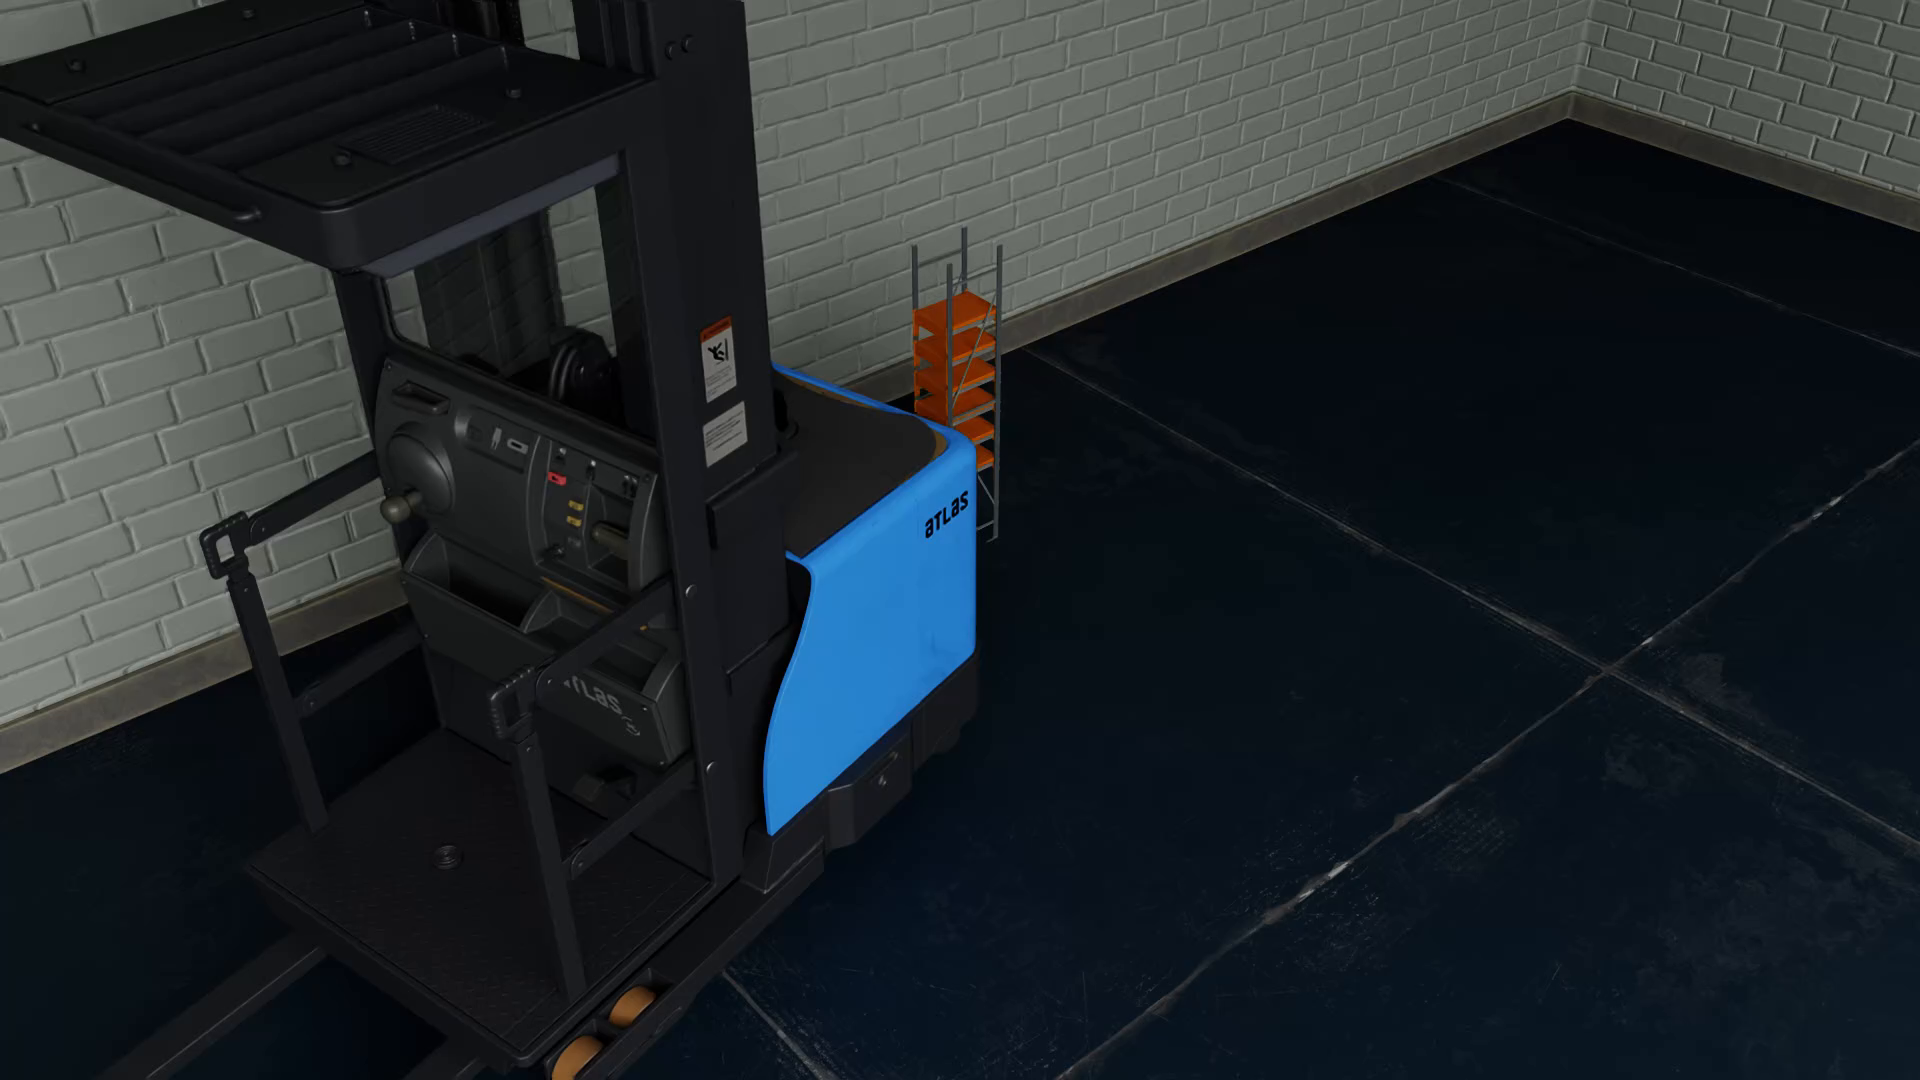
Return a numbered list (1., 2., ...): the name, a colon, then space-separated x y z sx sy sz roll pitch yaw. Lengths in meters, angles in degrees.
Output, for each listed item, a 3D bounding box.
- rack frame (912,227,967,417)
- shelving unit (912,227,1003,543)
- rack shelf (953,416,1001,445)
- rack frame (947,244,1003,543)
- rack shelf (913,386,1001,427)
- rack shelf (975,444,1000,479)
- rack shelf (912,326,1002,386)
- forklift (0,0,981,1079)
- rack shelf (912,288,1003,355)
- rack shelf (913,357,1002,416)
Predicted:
1. rack frame: -0.068 -0.536 5.969 0.240 1.200 0.006 -26 43 -32
2. shelving unit: -0.009 -0.496 5.912 0.258 1.200 0.189 -26 43 -32
3. rack shelf: -0.009 -0.362 6.007 0.258 0.103 0.180 -26 43 -32
4. rack frame: 0.050 -0.456 5.855 0.240 1.200 0.006 -26 43 -32
5. rack shelf: -0.009 -0.460 5.938 0.258 0.103 0.180 -26 43 -32
6. rack shelf: -0.009 -0.264 6.077 0.258 0.103 0.180 -26 43 -32
7. rack shelf: -0.009 -0.656 5.799 0.258 0.103 0.180 -26 43 -32
8. forklift: -1.196 -0.085 3.834 1.130 2.935 3.031 22 41 28
9. rack shelf: -0.009 -0.754 5.730 0.258 0.103 0.180 -26 43 -32
10. rack shelf: -0.009 -0.558 5.869 0.258 0.103 0.180 -26 43 -32
